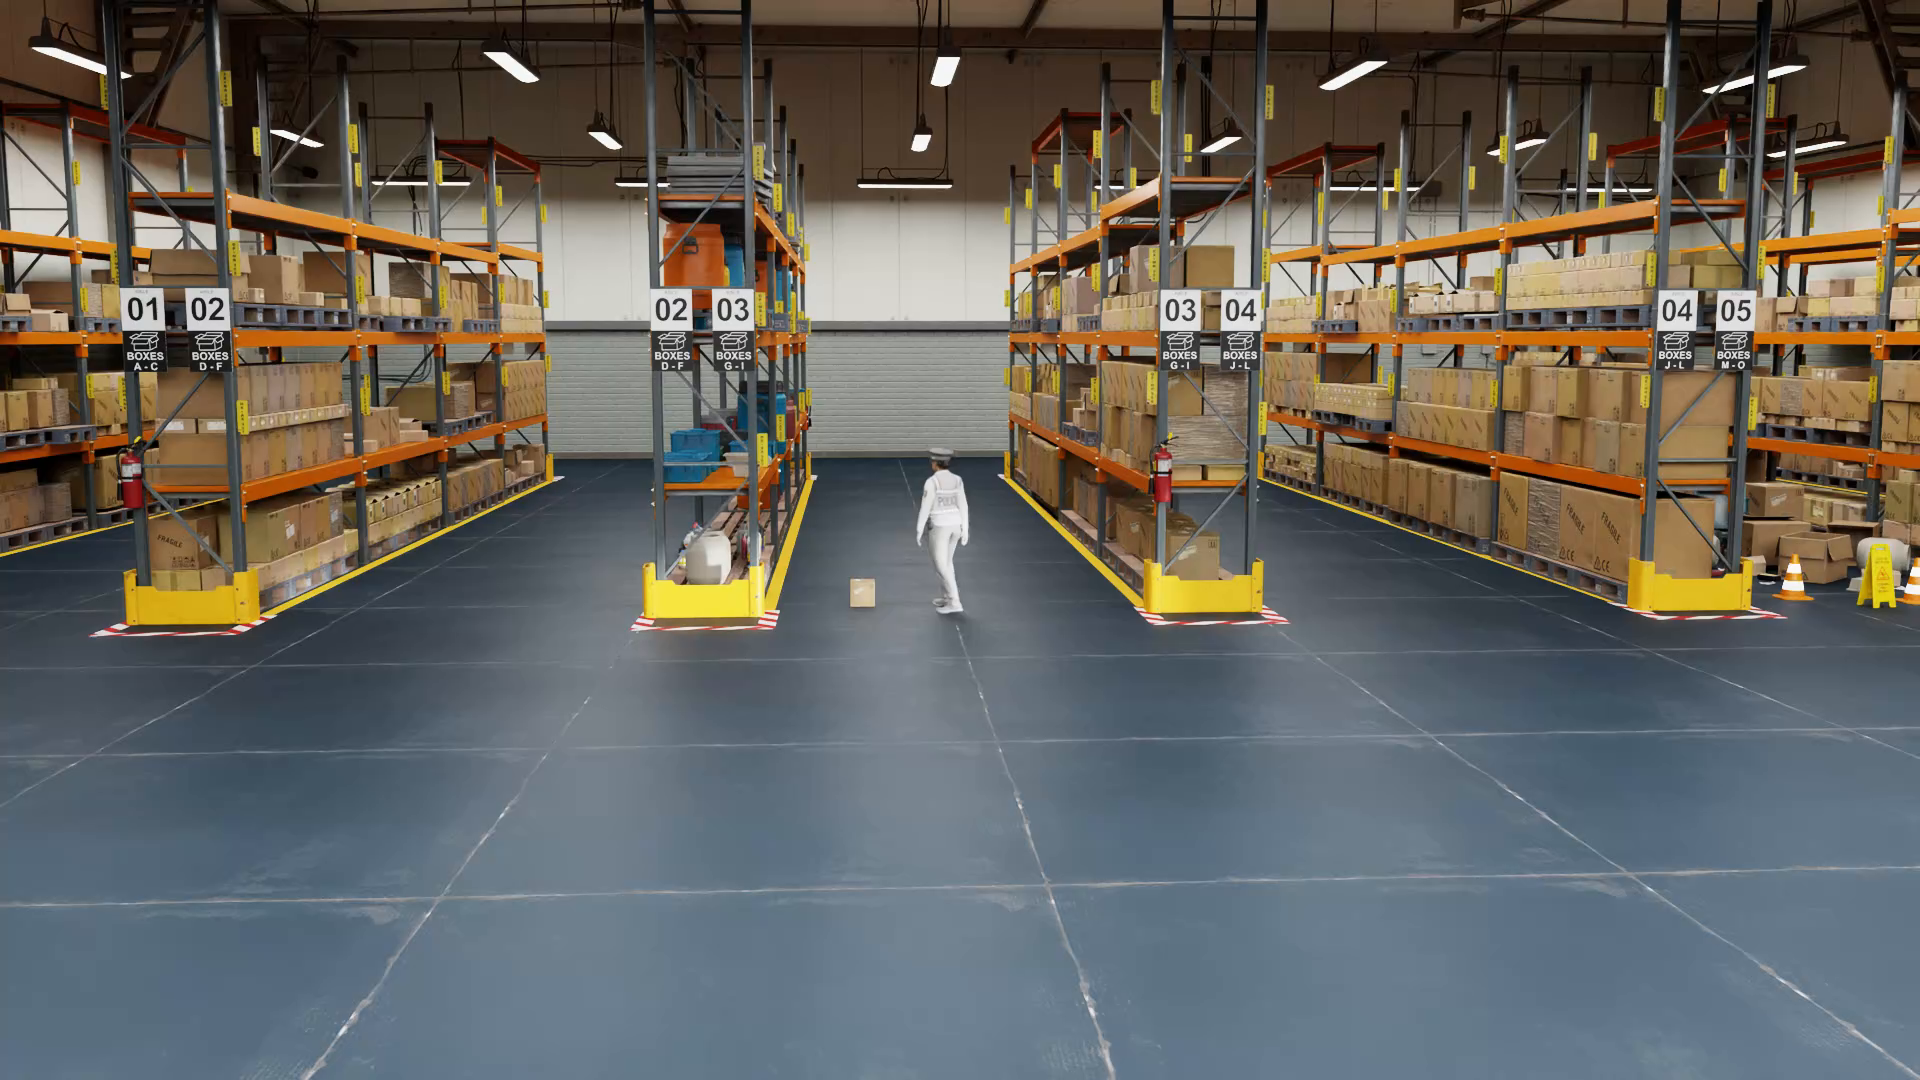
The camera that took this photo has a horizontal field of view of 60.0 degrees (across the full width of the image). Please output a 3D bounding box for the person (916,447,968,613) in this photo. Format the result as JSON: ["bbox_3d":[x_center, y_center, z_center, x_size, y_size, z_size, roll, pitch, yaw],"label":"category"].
[{"bbox_3d":[-0.153,-0.099,16.574,0.545,1.635,0.755,-6,9,-40],"label":"person"}]
